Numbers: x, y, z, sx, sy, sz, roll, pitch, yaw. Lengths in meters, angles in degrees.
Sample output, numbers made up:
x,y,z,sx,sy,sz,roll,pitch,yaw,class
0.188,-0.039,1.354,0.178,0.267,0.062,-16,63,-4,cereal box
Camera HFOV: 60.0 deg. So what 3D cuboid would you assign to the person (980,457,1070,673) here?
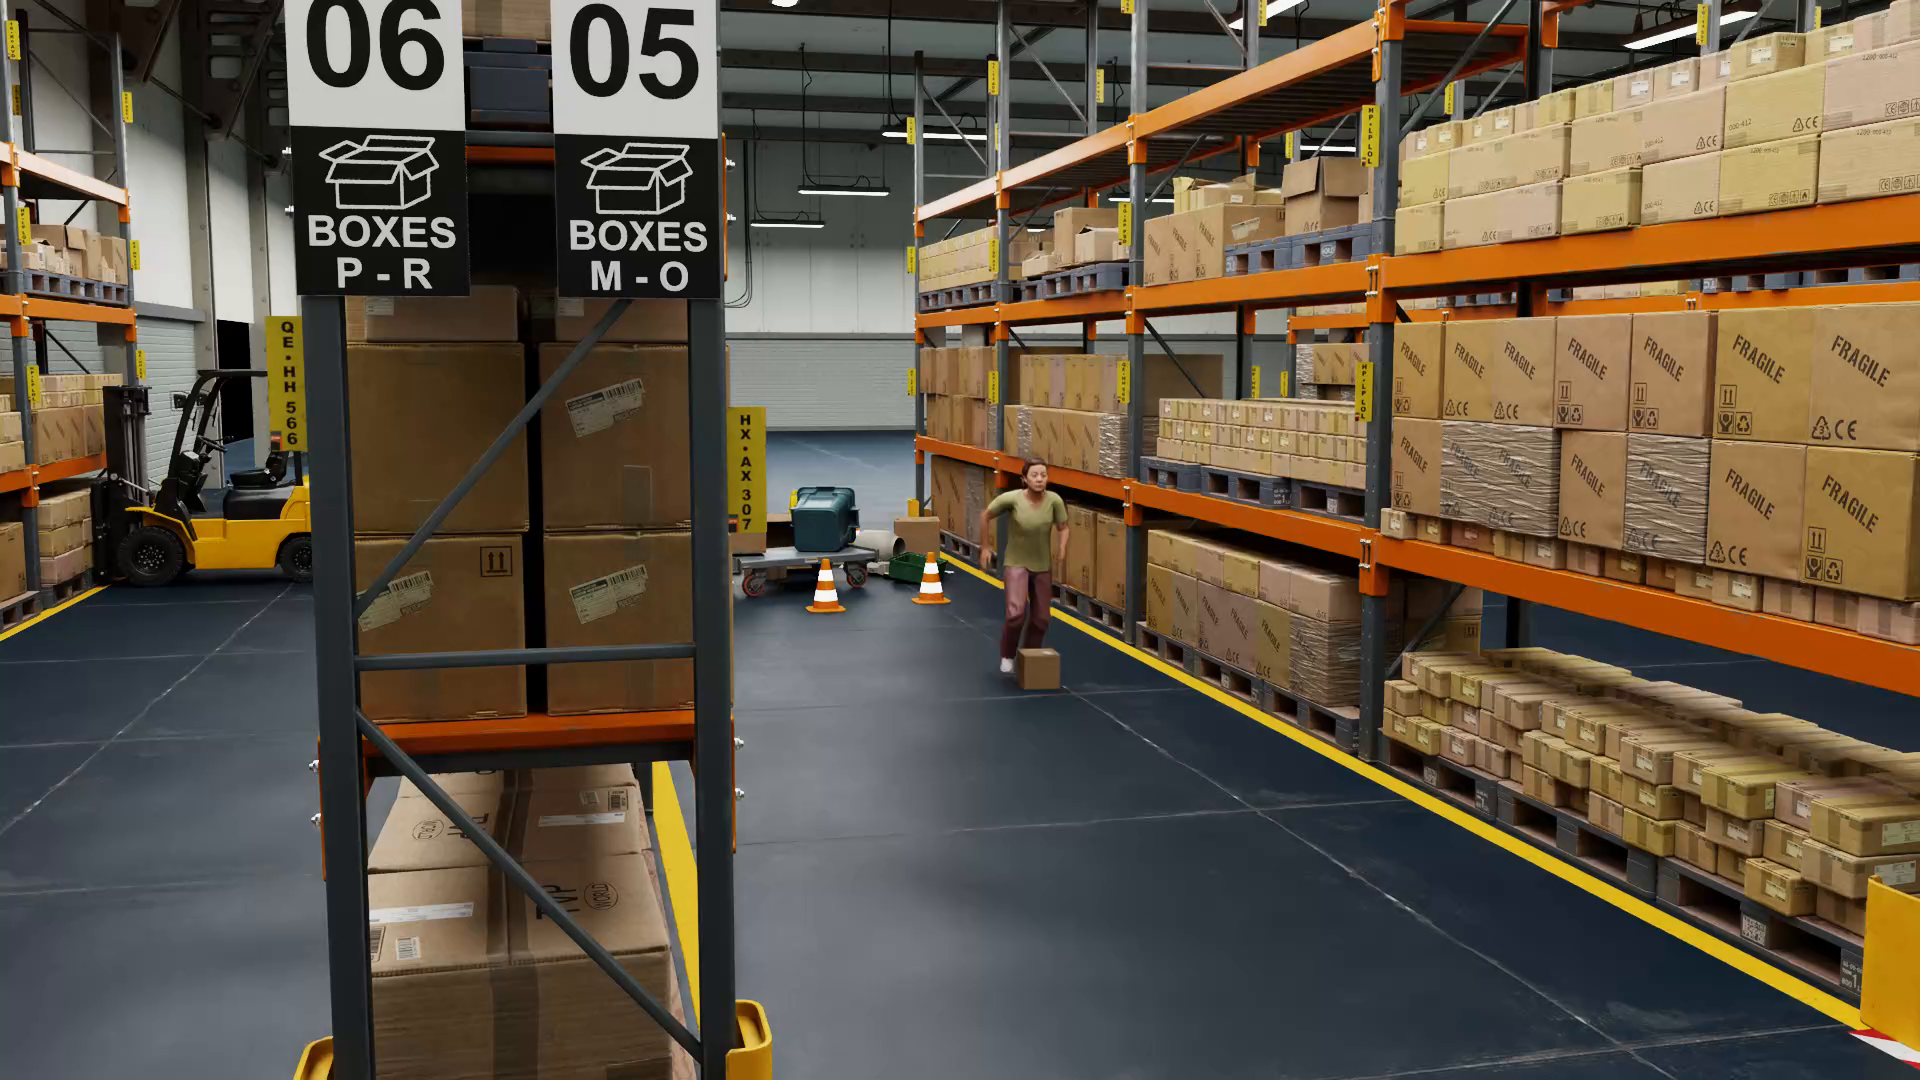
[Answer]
x,y,z,sx,sy,sz,roll,pitch,yaw,class
0.466,0.203,11.642,0.600,1.586,0.725,-2,7,-19,person
